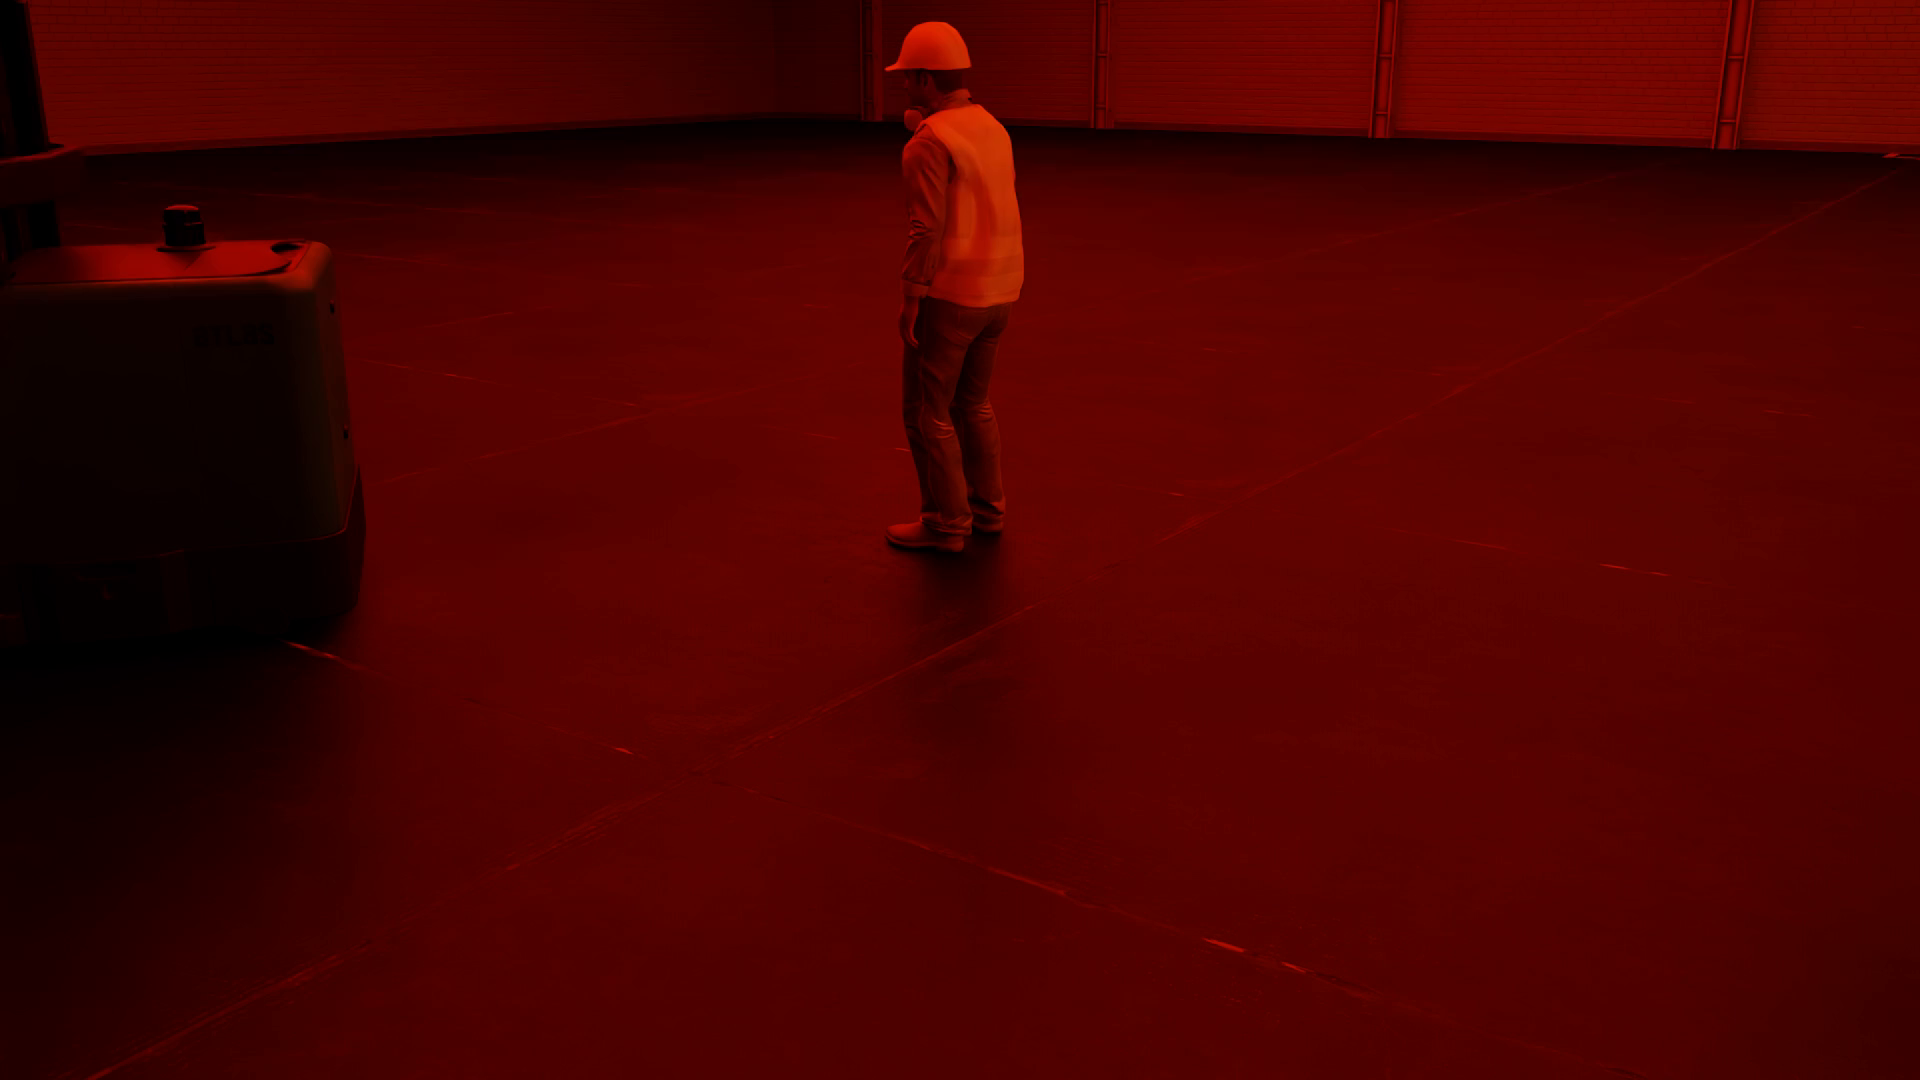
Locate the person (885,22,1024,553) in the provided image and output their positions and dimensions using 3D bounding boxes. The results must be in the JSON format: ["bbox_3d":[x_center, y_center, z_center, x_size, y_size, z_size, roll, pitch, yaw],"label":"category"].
[{"bbox_3d":[-0.025,-0.849,5.701,0.463,1.770,0.580,10,20,31],"label":"person"}]

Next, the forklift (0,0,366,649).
[{"bbox_3d":[-3.411,-1.133,4.623,3.031,2.935,1.130,-5,17,-16],"label":"forklift"}]
